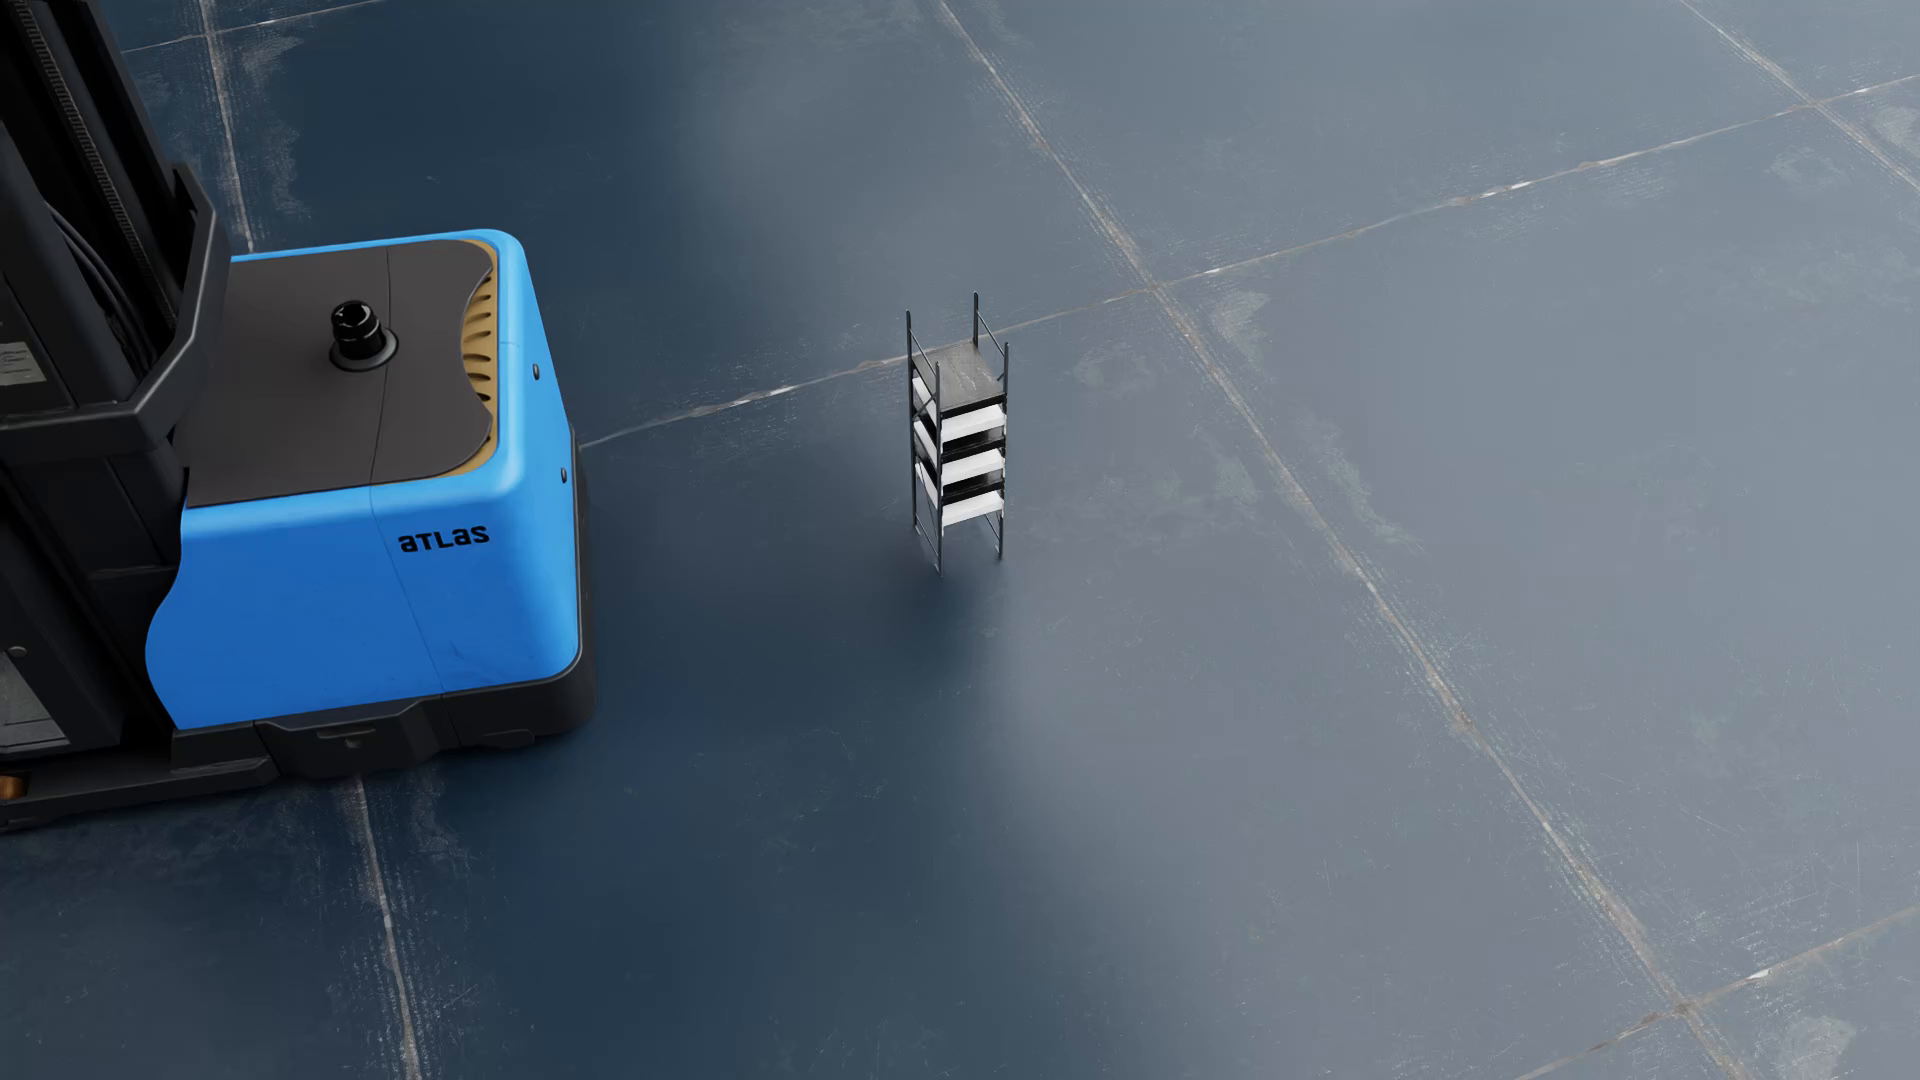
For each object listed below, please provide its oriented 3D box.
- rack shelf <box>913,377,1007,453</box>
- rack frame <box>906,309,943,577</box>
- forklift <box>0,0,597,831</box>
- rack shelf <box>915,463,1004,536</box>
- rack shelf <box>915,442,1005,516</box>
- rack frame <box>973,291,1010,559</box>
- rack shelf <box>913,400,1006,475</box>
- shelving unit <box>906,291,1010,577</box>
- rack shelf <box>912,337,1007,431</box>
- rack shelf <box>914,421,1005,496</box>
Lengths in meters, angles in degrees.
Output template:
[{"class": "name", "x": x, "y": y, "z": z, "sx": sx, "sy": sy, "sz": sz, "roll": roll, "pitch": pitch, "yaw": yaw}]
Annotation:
[{"class": "rack shelf", "x": -0.008, "y": -0.386, "z": 4.795, "sx": 0.200, "sy": 0.077, "sz": 0.258, "roll": -17, "pitch": 52, "yaw": -14}, {"class": "rack frame", "x": -0.102, "y": -0.262, "z": 4.882, "sx": 0.006, "sy": 0.900, "sz": 0.240, "roll": -17, "pitch": 52, "yaw": -14}, {"class": "forklift", "x": -2.606, "y": -0.568, "z": 3.806, "sx": 3.031, "sy": 2.935, "sz": 1.130, "roll": -8, "pitch": 50, "yaw": -7}, {"class": "rack shelf", "x": -0.008, "y": -0.152, "z": 5.068, "sx": 0.200, "sy": 0.077, "sz": 0.258, "roll": -17, "pitch": 52, "yaw": -14}, {"class": "rack shelf", "x": -0.008, "y": -0.211, "z": 5.000, "sx": 0.200, "sy": 0.077, "sz": 0.258, "roll": -17, "pitch": 52, "yaw": -14}, {"class": "rack frame", "x": 0.087, "y": -0.320, "z": 4.932, "sx": 0.006, "sy": 0.900, "sz": 0.240, "roll": -17, "pitch": 52, "yaw": -14}, {"class": "rack shelf", "x": -0.008, "y": -0.328, "z": 4.864, "sx": 0.200, "sy": 0.077, "sz": 0.258, "roll": -17, "pitch": 52, "yaw": -14}, {"class": "shelving unit", "x": -0.008, "y": -0.291, "z": 4.907, "sx": 0.210, "sy": 0.900, "sz": 0.258, "roll": -17, "pitch": 52, "yaw": -14}, {"class": "rack shelf", "x": -0.008, "y": -0.445, "z": 4.727, "sx": 0.200, "sy": 0.077, "sz": 0.258, "roll": -17, "pitch": 52, "yaw": -14}, {"class": "rack shelf", "x": -0.008, "y": -0.269, "z": 4.932, "sx": 0.200, "sy": 0.077, "sz": 0.258, "roll": -17, "pitch": 52, "yaw": -14}]
